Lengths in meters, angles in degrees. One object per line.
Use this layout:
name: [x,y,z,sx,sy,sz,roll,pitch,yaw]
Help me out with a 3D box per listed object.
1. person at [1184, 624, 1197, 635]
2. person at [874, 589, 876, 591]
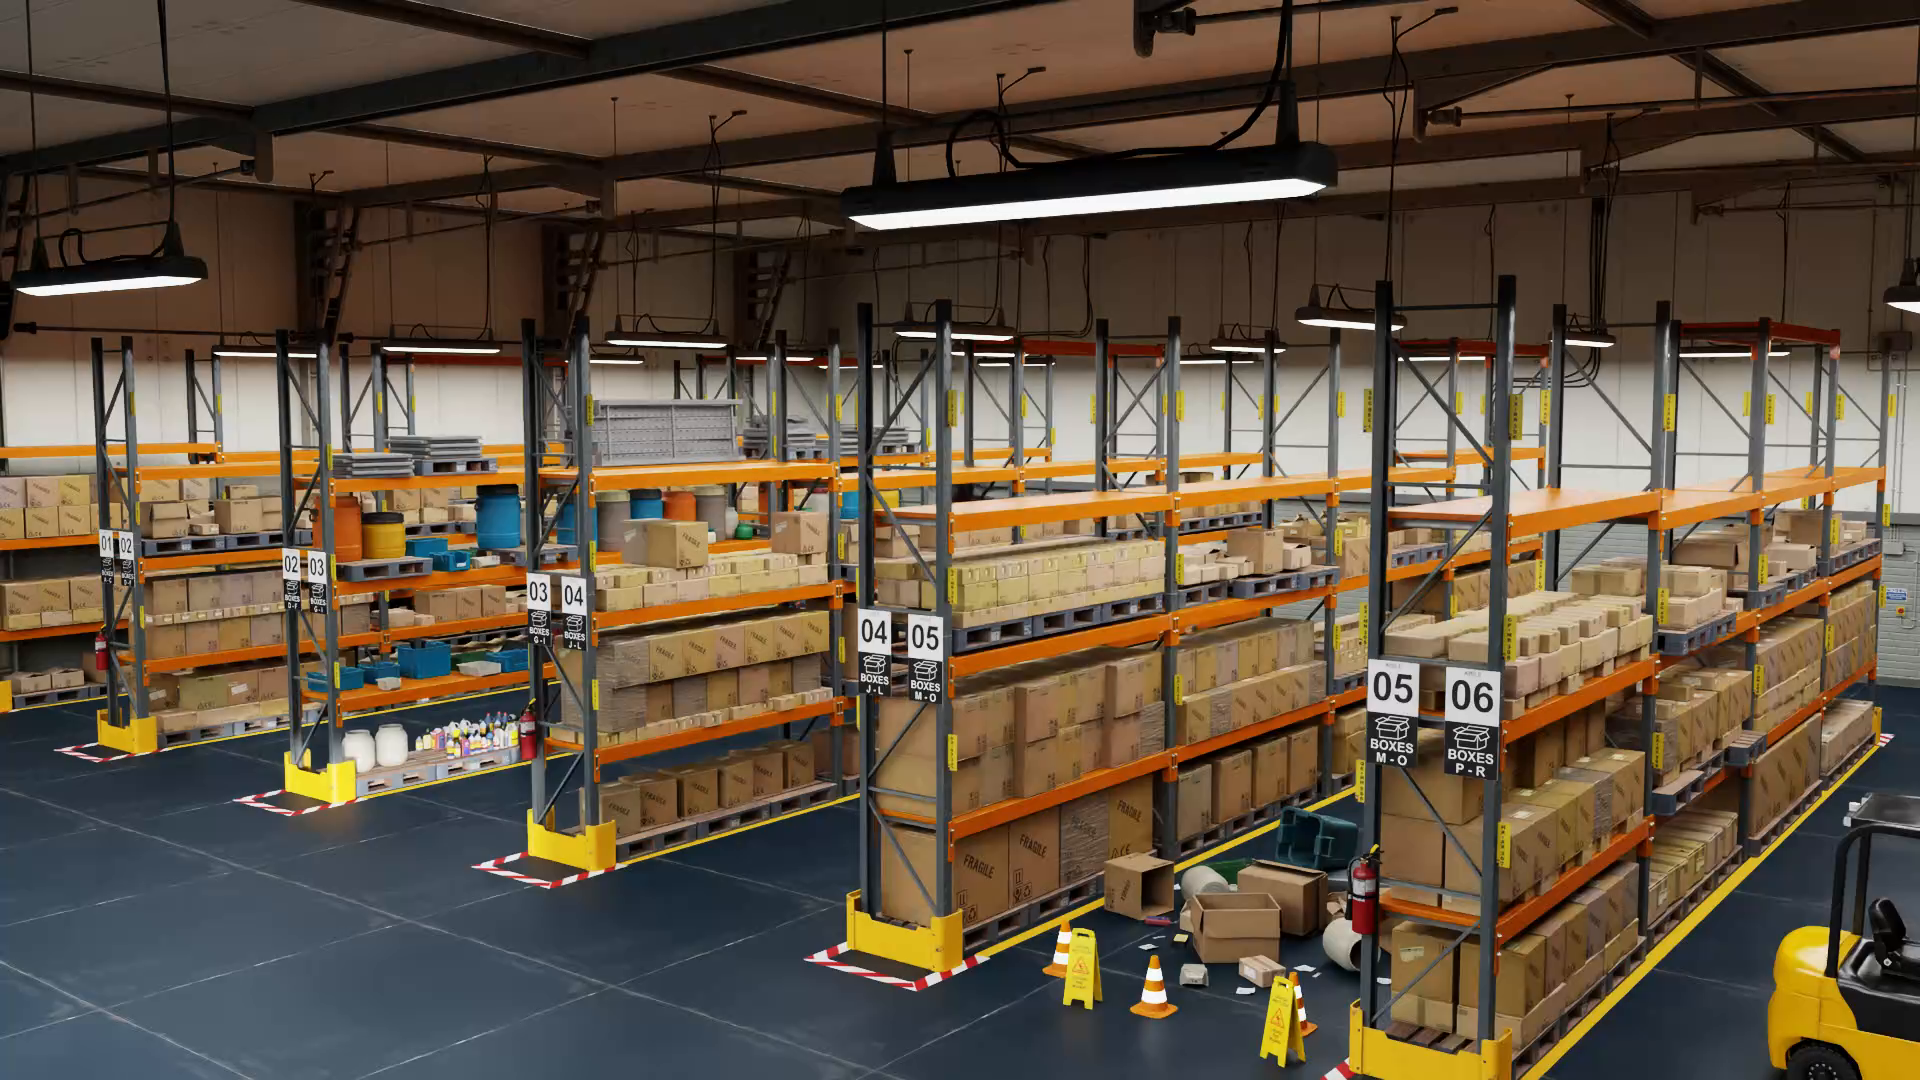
person: [3.595,2.094,26.122,0.482,1.585,0.952,3,6,33]
person: [-1.479,1.420,33.579,0.484,1.653,0.532,-4,6,-39]
